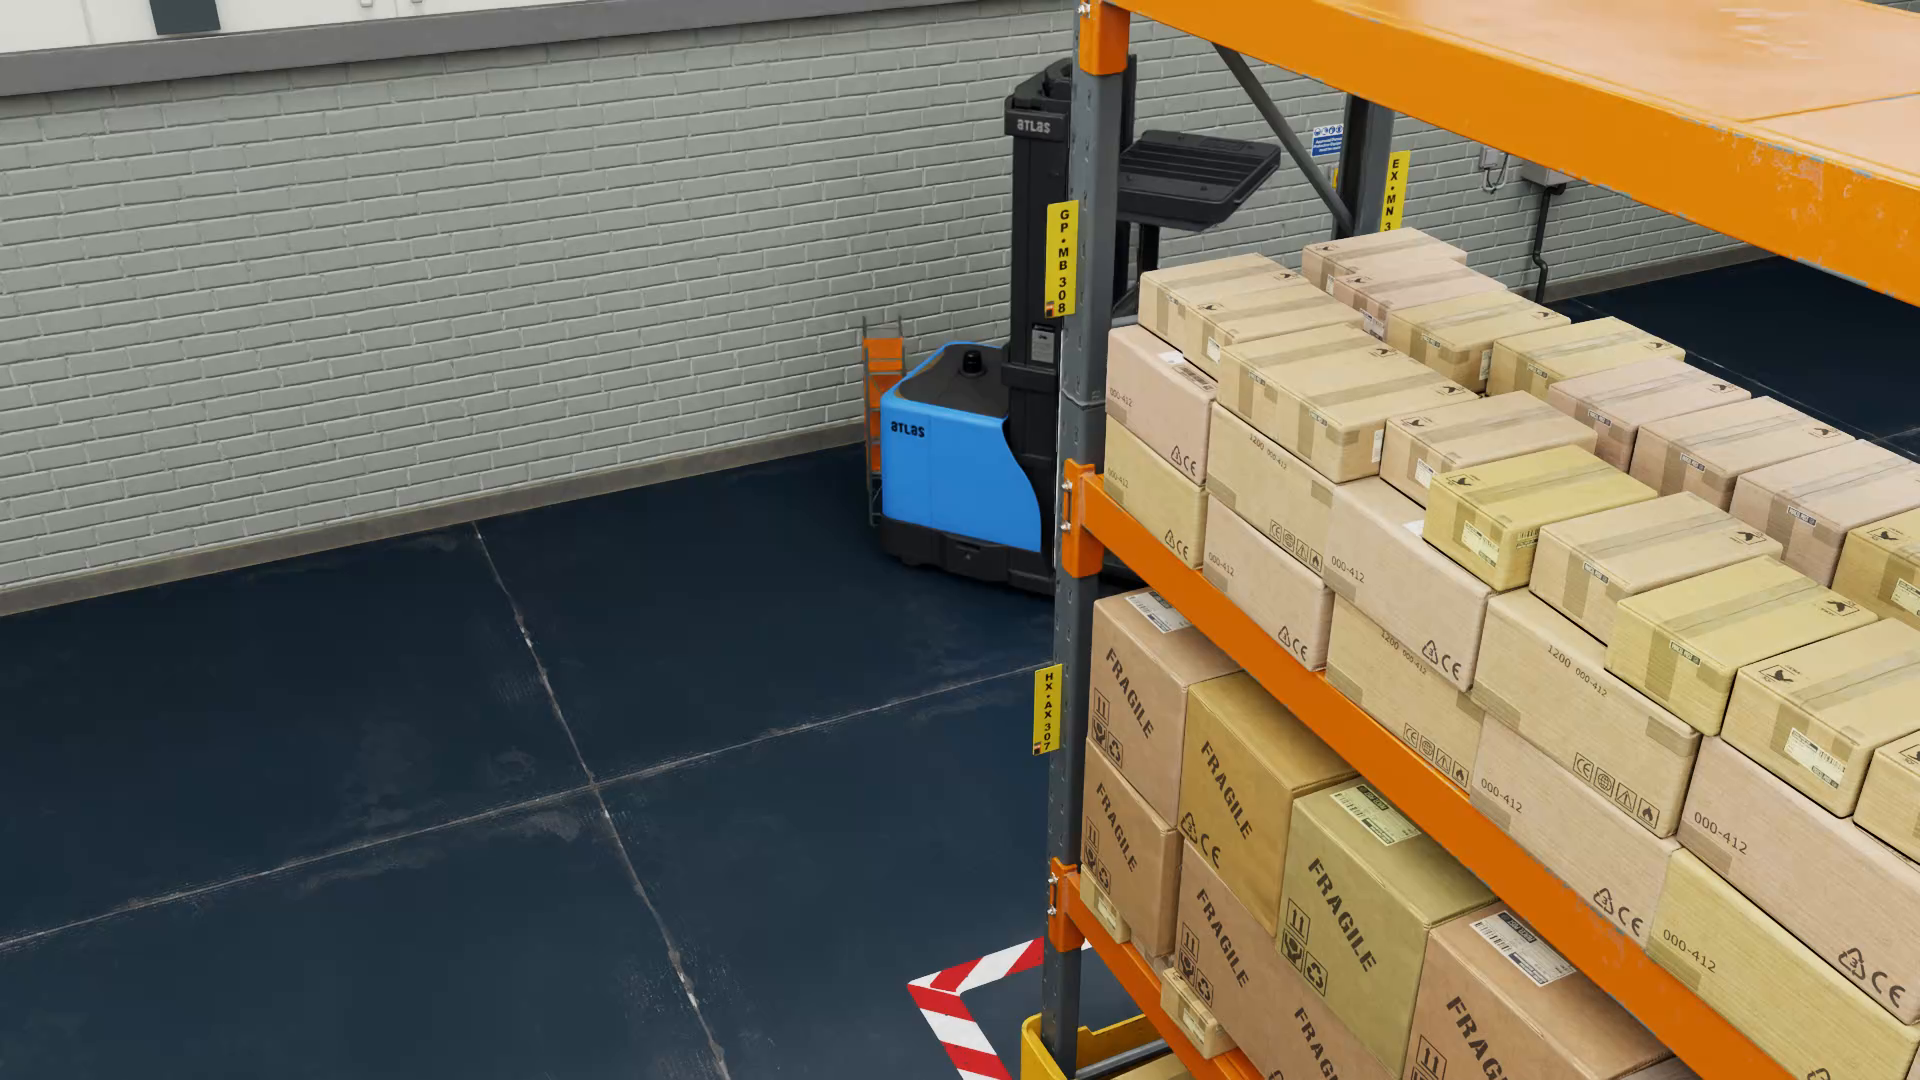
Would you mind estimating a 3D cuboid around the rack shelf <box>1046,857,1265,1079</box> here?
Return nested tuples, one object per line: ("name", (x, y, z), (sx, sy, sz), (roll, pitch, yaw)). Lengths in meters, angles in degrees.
("rack shelf", (1.631, 2.003, 4.319), (1.077, 0.370, 4.000), (-13, 32, -22))

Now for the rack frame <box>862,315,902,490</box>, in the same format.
("rack frame", (-0.480, -0.855, 10.520), (0.240, 1.200, 0.015), (-2, 29, -4))

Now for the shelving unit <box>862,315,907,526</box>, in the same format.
("shelving unit", (-0.462, -0.736, 10.308), (0.258, 1.200, 0.503), (-2, 29, -4))

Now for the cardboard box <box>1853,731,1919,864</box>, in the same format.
("cardboard box", (1.653, 0.398, 2.613), (0.380, 0.149, 0.250), (-14, 32, -24))

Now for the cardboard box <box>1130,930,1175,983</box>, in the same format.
("cardboard box", (0.762, 1.231, 5.217), (0.380, 0.149, 0.250), (-12, 31, -20))

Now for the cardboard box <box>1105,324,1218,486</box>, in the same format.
("cardboard box", (0.730, -0.402, 4.449), (0.500, 0.250, 0.500), (-13, 32, -21))

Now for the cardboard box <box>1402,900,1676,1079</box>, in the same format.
("cardboard box", (1.372, 1.131, 3.711), (0.500, 0.500, 0.500), (-14, 32, -24))

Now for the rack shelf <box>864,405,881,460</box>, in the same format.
("rack shelf", (-0.462, -0.677, 10.341), (0.258, 0.148, 0.480), (-2, 29, -4))

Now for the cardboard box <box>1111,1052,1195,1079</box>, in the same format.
("cardboard box", (0.690, 1.910, 5.628), (0.380, 0.149, 0.250), (-15, 32, -24))

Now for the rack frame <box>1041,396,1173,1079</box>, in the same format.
("rack frame", (0.772, 0.806, 5.719), (1.000, 3.000, 0.127), (-13, 32, -22))

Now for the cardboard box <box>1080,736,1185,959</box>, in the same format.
("cardboard box", (0.715, 0.889, 5.164), (0.500, 0.500, 0.500), (-12, 31, -20))

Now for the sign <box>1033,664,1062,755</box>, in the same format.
("sign", (0.282, 0.542, 5.304), (0.100, 0.325, 0.005), (-13, 32, -22))

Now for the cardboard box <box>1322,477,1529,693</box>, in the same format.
("cardboard box", (1.157, 0.049, 3.643), (0.500, 0.250, 0.500), (-13, 32, -21))

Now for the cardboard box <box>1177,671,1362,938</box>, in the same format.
("cardboard box", (0.947, 0.672, 4.529), (0.500, 0.500, 0.500), (-12, 31, -21))

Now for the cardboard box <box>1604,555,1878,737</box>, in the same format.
("cardboard box", (1.402, 0.184, 2.996), (0.380, 0.149, 0.250), (-14, 32, -23))

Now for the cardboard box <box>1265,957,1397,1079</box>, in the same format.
("cardboard box", (1.167, 1.339, 4.362), (0.500, 0.500, 0.500), (-13, 32, -21))

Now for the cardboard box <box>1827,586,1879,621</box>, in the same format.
("cardboard box", (1.844, 0.173, 3.423), (0.500, 0.250, 0.500), (-15, 32, -24))

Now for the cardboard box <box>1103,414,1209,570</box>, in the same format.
("cardboard box", (0.734, -0.185, 4.572), (0.500, 0.250, 0.500), (-12, 31, -20))

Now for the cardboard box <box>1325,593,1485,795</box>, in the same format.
("cardboard box", (1.189, 0.273, 3.755), (0.500, 0.250, 0.500), (-14, 32, -24))

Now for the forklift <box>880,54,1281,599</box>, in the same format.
("forklift", (1.082, -1.067, 9.129), (3.031, 2.935, 1.130), (13, 32, 22))

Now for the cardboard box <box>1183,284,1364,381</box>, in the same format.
("cardboard box", (0.799, -0.522, 4.254), (0.380, 0.149, 0.250), (-12, 31, -20))

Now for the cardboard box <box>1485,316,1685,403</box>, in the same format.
("cardboard box", (1.520, -0.407, 4.050), (0.380, 0.149, 0.250), (-13, 32, -21))

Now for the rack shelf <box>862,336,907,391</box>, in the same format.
("rack shelf", (-0.462, -1.078, 10.116), (0.258, 0.148, 0.480), (-2, 29, -4))

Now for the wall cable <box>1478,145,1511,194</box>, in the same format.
("wall cable", (4.033, -3.510, 12.377), (0.588, 1.984, 0.122), (-13, 32, -22))

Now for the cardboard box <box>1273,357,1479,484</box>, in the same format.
("cardboard box", (0.953, -0.279, 3.821), (0.380, 0.149, 0.250), (-13, 32, -21))

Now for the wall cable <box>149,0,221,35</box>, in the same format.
("wall cable", (-3.066, -5.439, 7.432), (2.277, 5.999, 0.120), (-13, 32, -22))

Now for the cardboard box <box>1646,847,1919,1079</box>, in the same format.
("cardboard box", (1.612, 0.723, 2.954), (0.500, 0.250, 0.500), (-13, 32, -23))

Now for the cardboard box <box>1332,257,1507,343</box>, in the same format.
("cardboard box", (1.217, -0.619, 4.427), (0.380, 0.149, 0.250), (-13, 32, -21))

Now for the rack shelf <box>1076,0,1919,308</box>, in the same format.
("rack shelf", (1.631, -0.612, 2.853), (1.077, 0.370, 4.000), (-13, 32, -22))

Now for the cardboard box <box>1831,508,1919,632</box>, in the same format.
("cardboard box", (1.938, 0.055, 3.225), (0.380, 0.149, 0.250), (-14, 32, -23))

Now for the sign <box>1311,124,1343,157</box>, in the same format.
("sign", (2.688, -2.899, 12.049), (0.327, 0.218, 0.001), (-13, 32, -22))

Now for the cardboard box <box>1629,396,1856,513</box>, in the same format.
("cardboard box", (1.701, -0.171, 3.629), (0.380, 0.149, 0.250), (-12, 32, -21))

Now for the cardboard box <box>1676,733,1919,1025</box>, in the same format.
("cardboard box", (1.621, 0.500, 2.840), (0.500, 0.250, 0.500), (-12, 31, -20))

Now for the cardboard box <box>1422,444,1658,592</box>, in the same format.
("cardboard box", (1.186, -0.051, 3.414), (0.380, 0.149, 0.250), (-12, 31, -20))
